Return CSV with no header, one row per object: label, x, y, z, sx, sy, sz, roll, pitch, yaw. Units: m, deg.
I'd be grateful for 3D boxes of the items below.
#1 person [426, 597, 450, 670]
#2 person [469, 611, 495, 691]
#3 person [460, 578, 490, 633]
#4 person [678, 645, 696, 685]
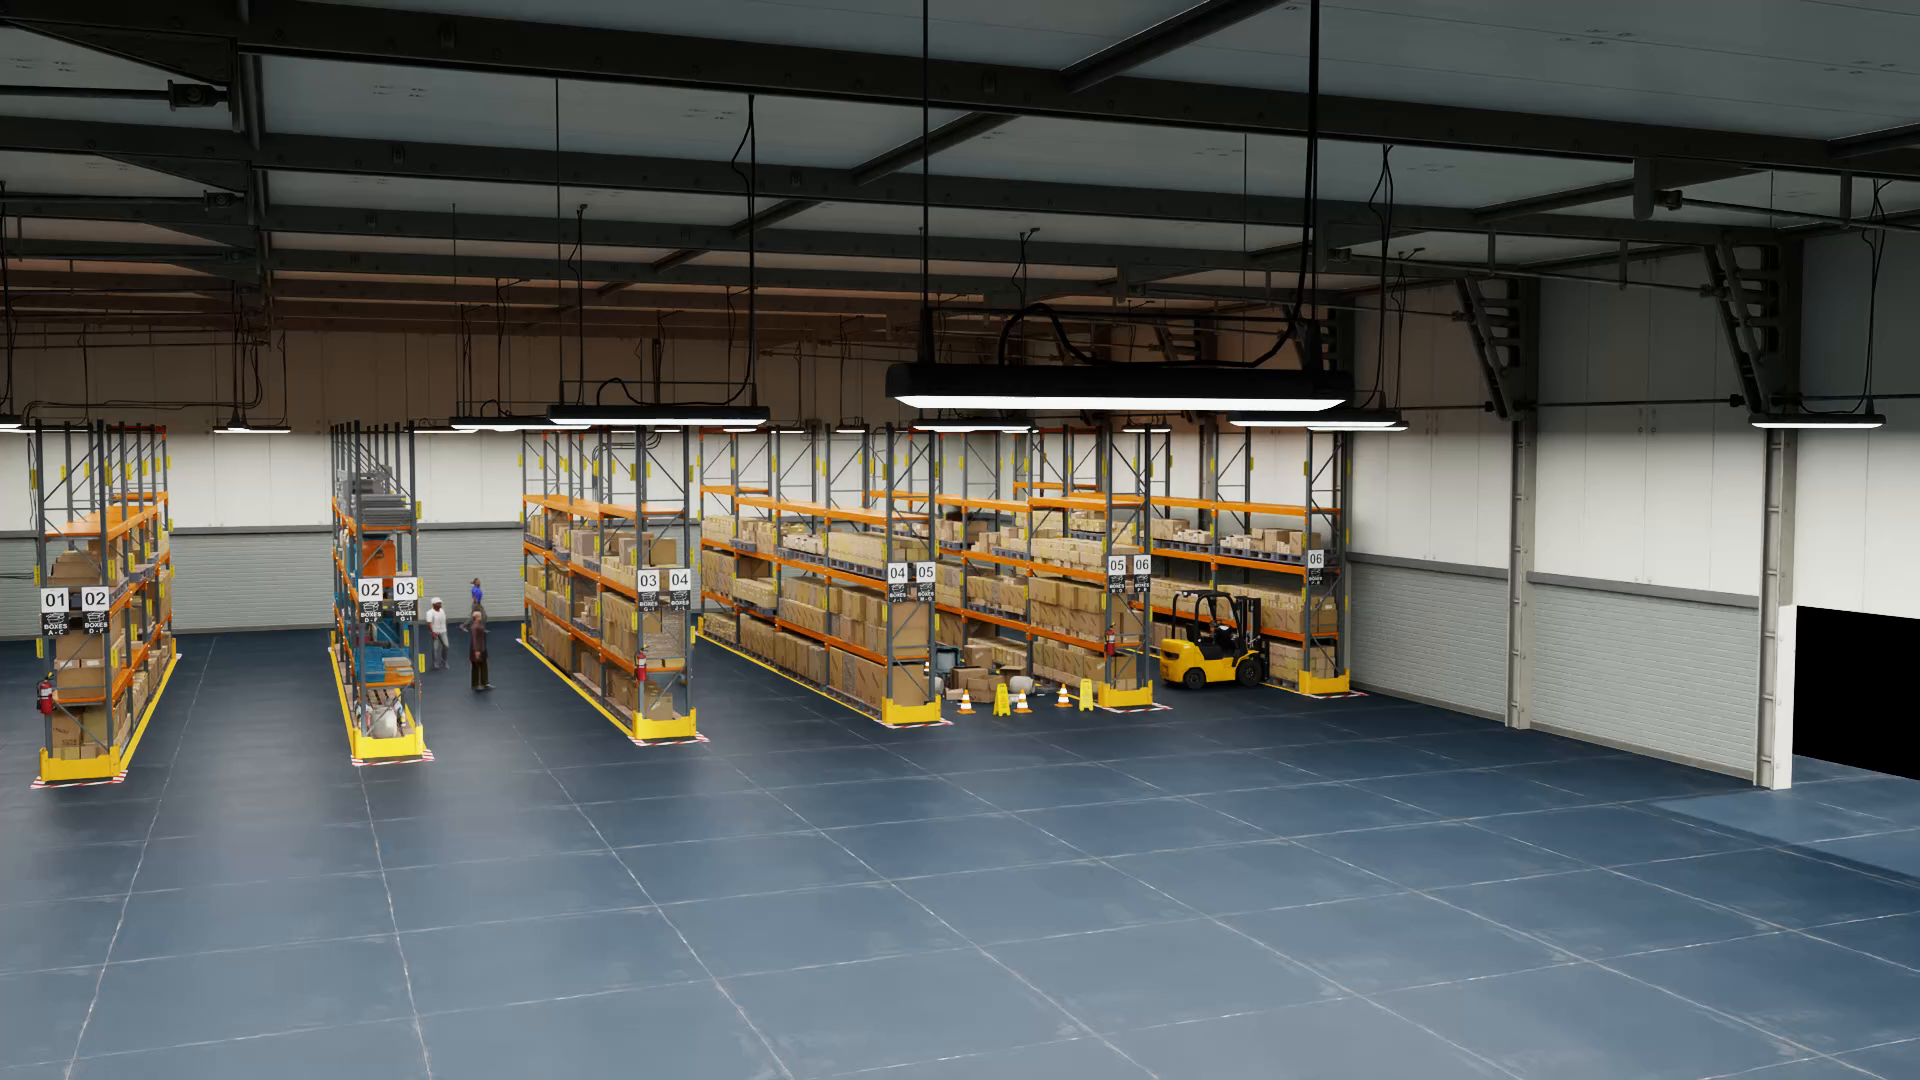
person,-12.791,2.288,40.700,0.536,1.776,0.609,-2,4,-29
person,-10.826,2.497,37.503,0.467,1.784,0.647,1,4,14
person,-14.054,1.899,48.157,0.840,1.602,0.464,0,4,-5
person,-6.378,2.455,38.410,0.614,1.790,0.659,0,4,1
